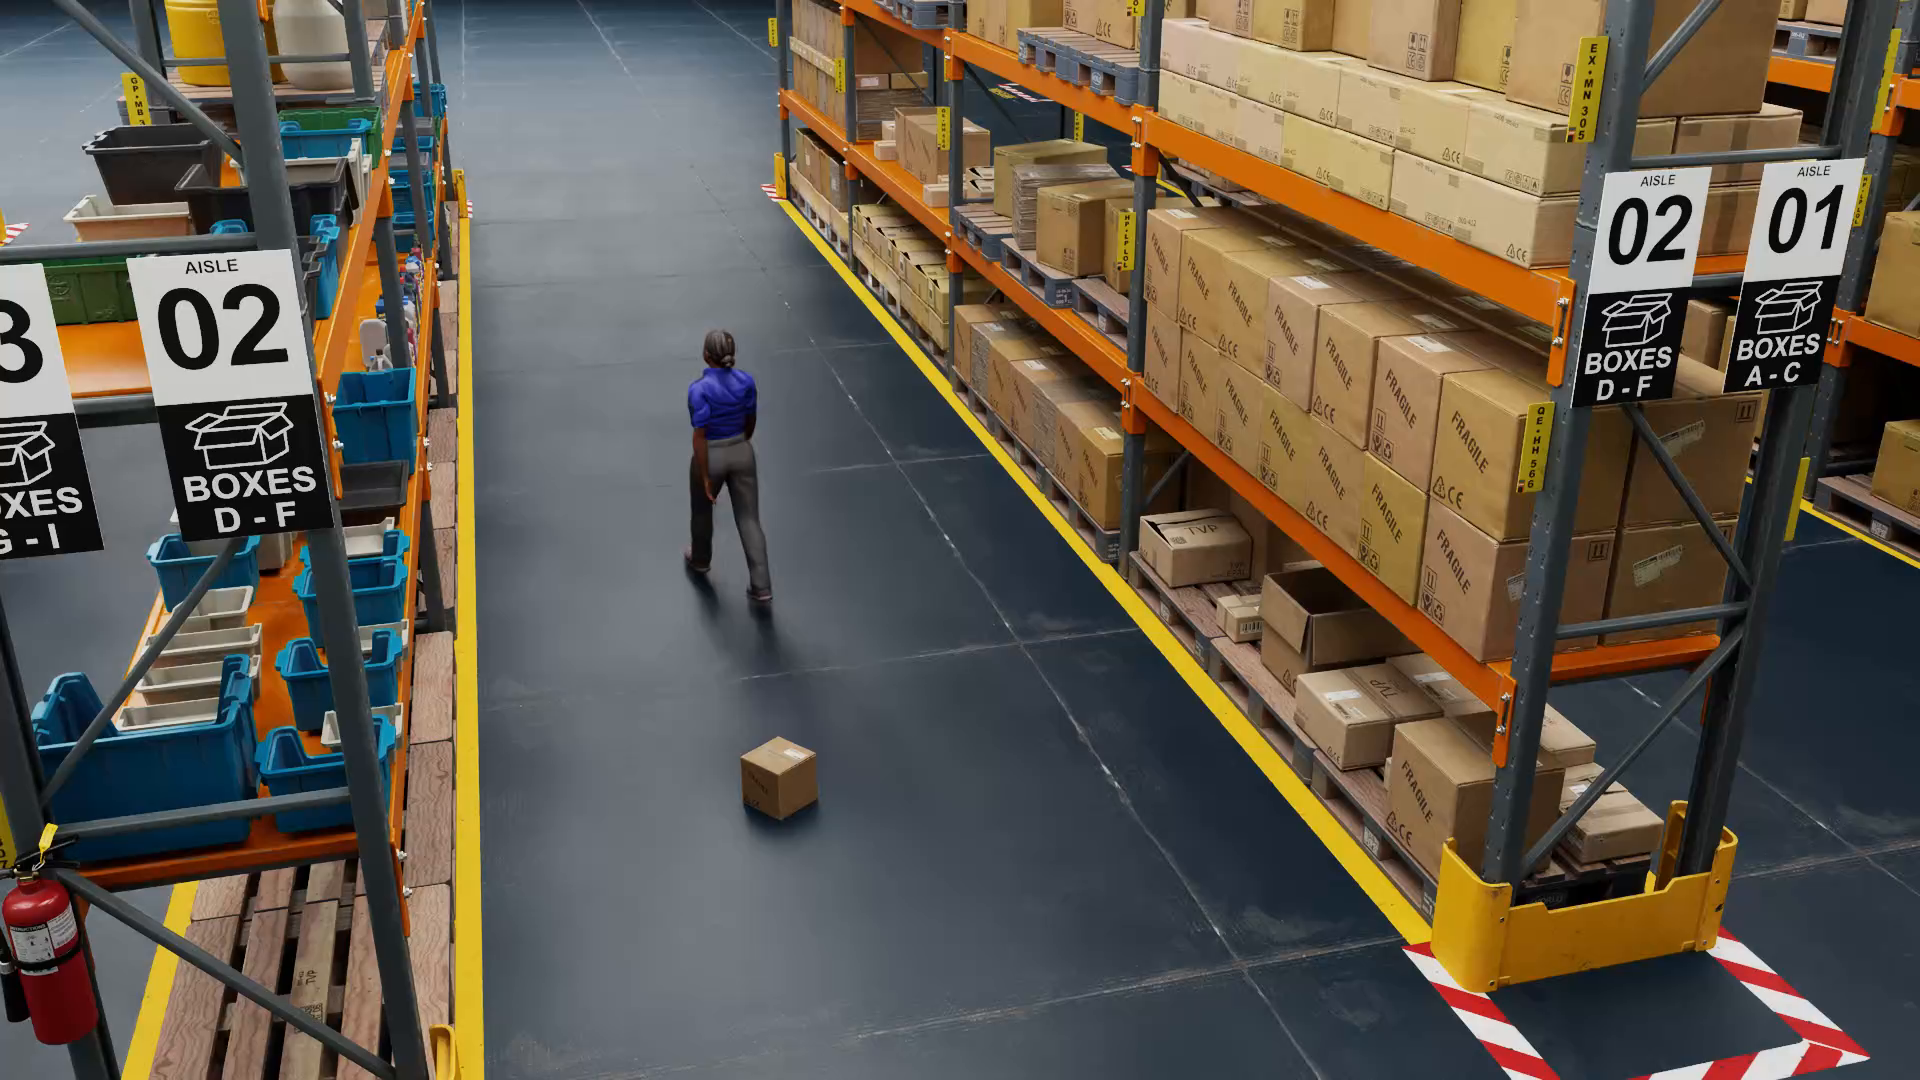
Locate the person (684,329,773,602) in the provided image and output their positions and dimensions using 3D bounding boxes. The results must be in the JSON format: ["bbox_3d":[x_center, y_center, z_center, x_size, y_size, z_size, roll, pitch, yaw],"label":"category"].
[{"bbox_3d":[-1.383,-0.478,9.713,0.442,1.594,0.990,-10,25,-23],"label":"person"}]
